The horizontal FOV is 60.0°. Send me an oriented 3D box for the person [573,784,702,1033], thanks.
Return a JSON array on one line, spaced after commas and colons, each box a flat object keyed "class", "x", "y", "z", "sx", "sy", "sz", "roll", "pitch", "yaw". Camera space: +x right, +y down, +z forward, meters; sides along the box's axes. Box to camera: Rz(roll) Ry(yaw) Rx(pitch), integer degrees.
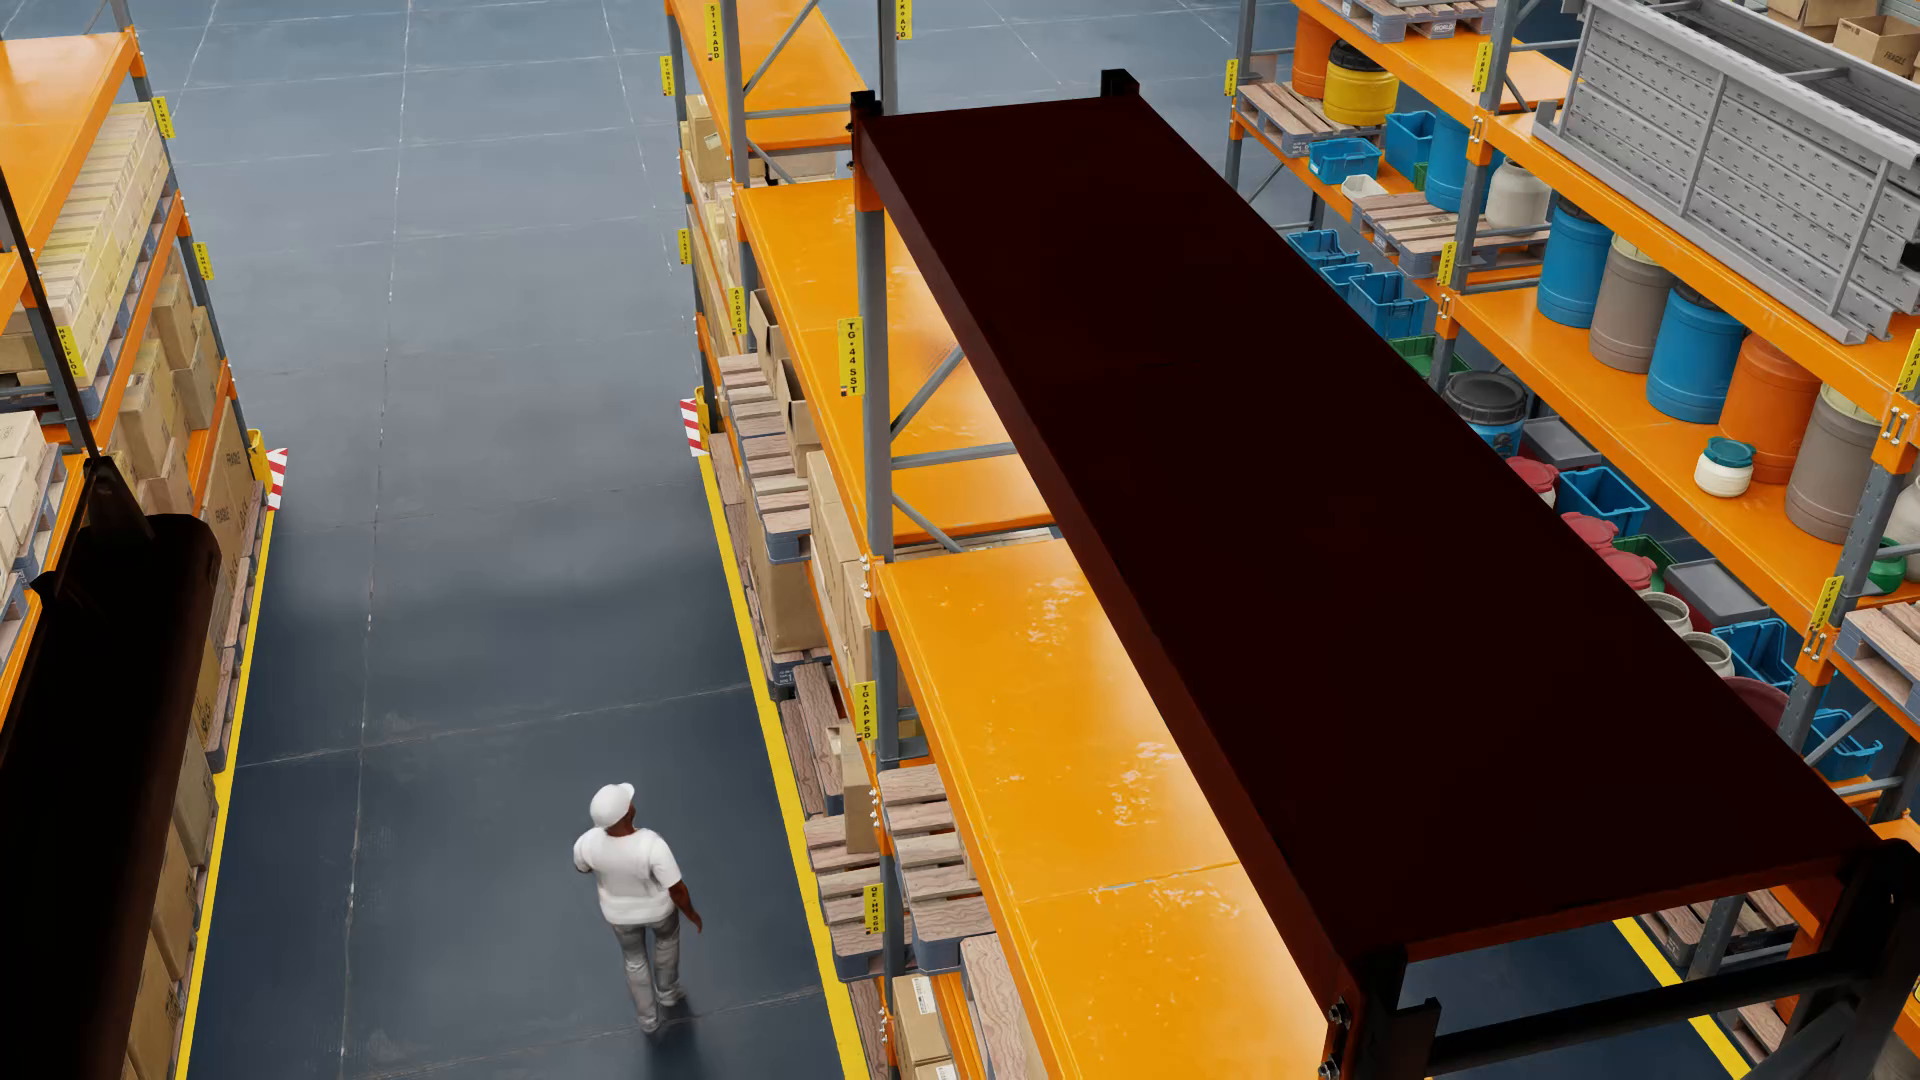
[{"class": "person", "x": -1.809, "y": 2.019, "z": 9.457, "sx": 0.678, "sy": 1.827, "sz": 0.657, "roll": -4, "pitch": 35, "yaw": -5}]
